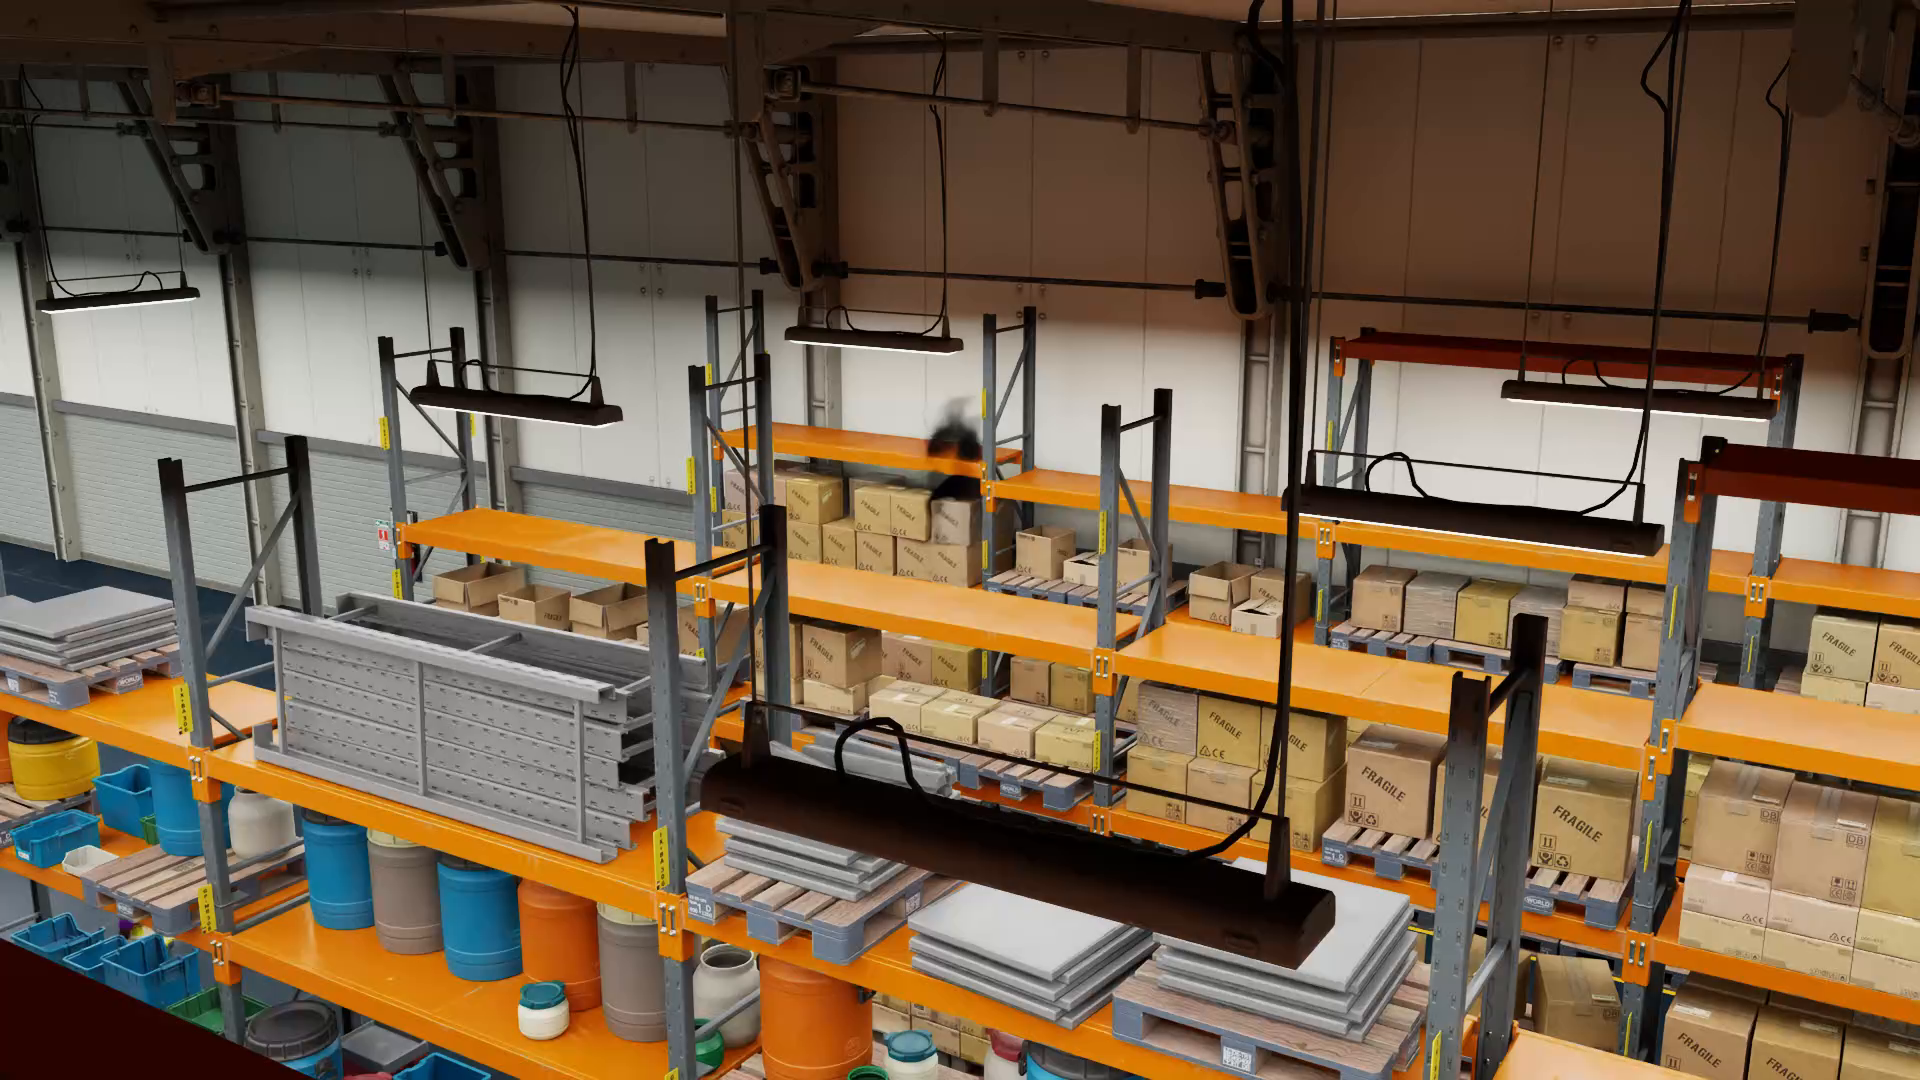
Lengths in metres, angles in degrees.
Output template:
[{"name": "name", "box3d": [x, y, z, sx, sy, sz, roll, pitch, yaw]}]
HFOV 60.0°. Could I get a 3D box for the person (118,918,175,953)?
[{"name": "person", "box3d": [-7.237, 3.625, 14.952, 0.949, 1.756, 0.748, 4, 14, 16]}]
